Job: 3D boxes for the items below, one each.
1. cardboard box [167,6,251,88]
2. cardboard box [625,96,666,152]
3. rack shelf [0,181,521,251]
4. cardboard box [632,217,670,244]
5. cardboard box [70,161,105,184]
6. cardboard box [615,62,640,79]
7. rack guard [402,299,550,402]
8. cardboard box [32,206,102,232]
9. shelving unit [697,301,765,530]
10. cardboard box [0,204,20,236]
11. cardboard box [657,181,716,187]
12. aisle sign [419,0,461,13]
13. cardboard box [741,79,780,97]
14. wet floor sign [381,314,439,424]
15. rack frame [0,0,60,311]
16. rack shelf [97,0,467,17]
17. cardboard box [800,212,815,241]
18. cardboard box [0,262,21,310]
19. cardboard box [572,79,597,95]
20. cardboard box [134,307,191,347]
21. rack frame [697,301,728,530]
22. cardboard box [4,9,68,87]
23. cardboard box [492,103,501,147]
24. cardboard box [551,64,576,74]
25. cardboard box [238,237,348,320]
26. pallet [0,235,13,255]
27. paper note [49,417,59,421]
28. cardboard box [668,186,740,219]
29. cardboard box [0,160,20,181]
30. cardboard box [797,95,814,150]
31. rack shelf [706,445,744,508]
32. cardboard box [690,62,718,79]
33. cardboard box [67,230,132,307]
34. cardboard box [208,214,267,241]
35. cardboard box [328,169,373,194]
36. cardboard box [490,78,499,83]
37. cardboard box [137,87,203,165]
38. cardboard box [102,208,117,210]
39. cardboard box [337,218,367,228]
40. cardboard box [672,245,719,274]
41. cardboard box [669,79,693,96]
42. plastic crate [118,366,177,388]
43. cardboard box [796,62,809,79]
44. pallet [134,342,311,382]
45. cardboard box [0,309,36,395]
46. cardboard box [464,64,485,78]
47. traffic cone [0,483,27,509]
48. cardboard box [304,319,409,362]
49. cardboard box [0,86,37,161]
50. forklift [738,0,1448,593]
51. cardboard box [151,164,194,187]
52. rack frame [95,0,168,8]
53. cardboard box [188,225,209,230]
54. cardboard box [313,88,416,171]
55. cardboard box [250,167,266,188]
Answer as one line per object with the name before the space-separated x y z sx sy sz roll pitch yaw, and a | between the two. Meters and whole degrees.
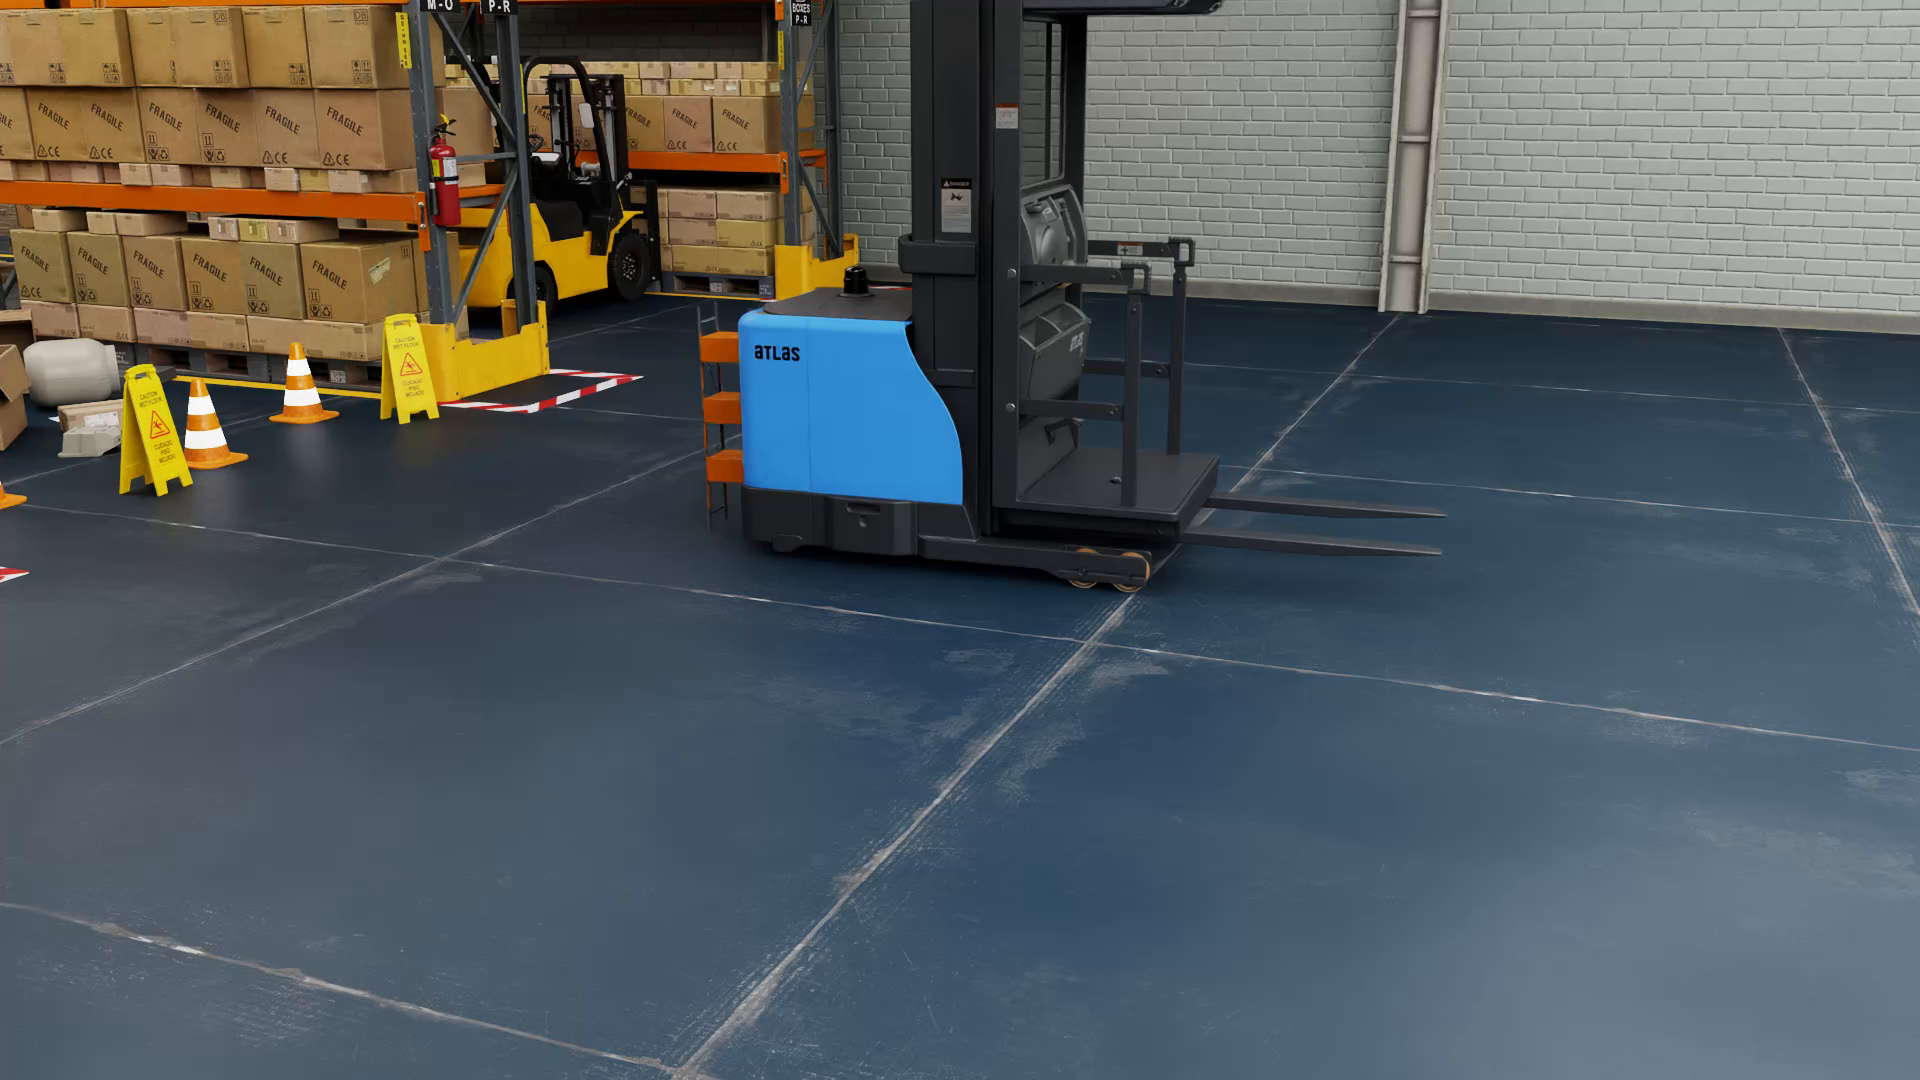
cardboard box | -4.713 -3.233 10.925 0.500 0.500 0.700 6 17 20
cardboard box | -2.870 -3.913 15.594 0.500 0.500 0.500 6 17 20
rack shelf | -5.038 -2.347 11.667 4.000 0.370 1.077 6 17 21
cardboard box | -2.878 -2.967 15.794 0.500 0.250 0.500 6 17 19
cardboard box | -5.994 -2.595 11.681 0.250 0.149 0.380 7 18 22
cardboard box | -2.995 -4.364 15.450 0.250 0.149 0.380 7 17 22
rack guard | -3.249 -1.295 11.237 0.348 0.500 1.175 6 17 21
cardboard box | -6.355 -2.291 11.854 0.250 0.149 0.380 7 17 21
shelving unit | -1.039 -0.570 7.740 0.252 1.050 0.215 4 16 16
cardboard box | -10.714 -3.737 18.897 0.500 0.500 0.500 6 17 19
cardboard box | -2.665 -3.339 16.180 0.500 0.250 0.500 6 17 20
aisle sign | -3.227 -3.654 10.218 0.004 0.787 0.394 6 17 21
cardboard box | -1.785 -4.098 15.065 0.250 0.149 0.380 7 17 21
wet floor sign | -3.394 -1.060 10.167 0.232 0.644 0.267 14 21 40
rack frame | -6.899 -2.897 12.271 0.127 3.000 1.000 6 17 21
rack shelf | -6.942 -5.484 17.094 4.000 0.370 1.077 6 17 21
cardboard box | -1.721 -2.998 15.904 0.500 0.250 0.500 7 17 22
cardboard box | -7.388 -1.889 12.762 0.625 0.372 0.950 7 17 21
cardboard box | -3.450 -4.280 15.693 0.250 0.149 0.380 6 17 19
cardboard box | -5.454 -1.542 11.784 0.500 0.250 0.500 6 17 20
rack frame | -1.155 -0.578 7.774 0.008 1.050 0.200 4 16 16
cardboard box | -6.102 -3.409 11.528 0.500 0.500 0.700 6 17 21
cardboard box | -4.273 -4.070 16.135 0.500 0.500 0.500 7 17 22
cardboard box | -3.666 -4.466 15.801 0.250 0.149 0.380 6 17 20
cardboard box | -4.506 -1.796 11.312 0.500 0.500 0.500 7 18 23
pallet | -10.614 -3.466 19.233 1.213 0.211 1.003 6 17 21
paper note | -5.523 -0.762 10.265 0.142 0.019 0.148 14 21 40
cardboard box | -2.380 -3.153 15.541 0.500 0.250 0.500 7 17 22
cardboard box | -6.724 -2.661 11.909 0.250 0.149 0.380 6 17 20
cardboard box | -1.719 -3.946 15.706 0.500 0.500 0.500 7 18 22
rack shelf | -1.035 -0.291 7.815 0.240 0.259 0.215 4 16 16
cardboard box | -2.265 -4.296 15.217 0.250 0.149 0.380 7 17 22
cardboard box | -5.947 -1.956 11.864 0.500 0.500 0.500 7 18 23
cardboard box | -4.862 -2.129 11.296 0.250 0.149 0.380 7 18 23
cardboard box | -3.881 -2.347 10.828 0.250 0.149 0.380 6 17 20
cardboard box | -4.387 -4.398 16.099 0.250 0.149 0.380 6 17 21
cardboard box | -5.177 -2.824 11.307 0.500 0.500 0.500 6 17 21
cardboard box | -9.274 -3.582 18.363 0.500 0.500 0.500 7 18 22
cardboard box | -6.290 -3.377 17.434 0.625 0.625 0.875 6 17 20
cardboard box | -2.372 -2.676 15.689 0.500 0.250 0.500 6 17 21
cardboard box | -2.479 -4.187 15.372 0.250 0.149 0.380 6 17 20
plastic crate | -5.739 -1.121 11.393 0.583 0.080 0.402 0 16 1
cardboard box | -1.594 -4.367 15.461 0.250 0.149 0.380 6 17 20
pallet | -5.122 -1.374 12.027 1.213 0.211 1.003 6 17 21
cardboard box | -6.401 -1.235 11.026 0.500 0.500 0.500 -9 18 -27
cardboard box | -4.610 -4.578 16.188 0.250 0.149 0.380 7 17 21
traffic cone | -4.873 -0.398 8.213 0.334 0.463 0.336 6 17 21
cardboard box | -4.051 -1.384 11.240 0.500 0.250 0.500 6 17 20
cardboard box | -6.592 -2.970 11.812 0.500 0.500 0.500 6 17 20
forklift | 0.594 -1.354 7.082 3.031 2.935 1.130 5 17 17
cardboard box | -5.292 -2.509 11.386 0.250 0.149 0.380 6 17 20
rack frame | -8.802 -4.594 18.116 0.127 3.000 1.000 6 17 21
cardboard box | -5.301 -2.044 12.166 0.500 0.500 0.500 7 18 24
cardboard box | -3.784 -2.662 10.751 0.500 0.500 0.500 6 17 20
cardboard box | -4.549 -2.460 11.217 0.250 0.149 0.380 7 17 21
